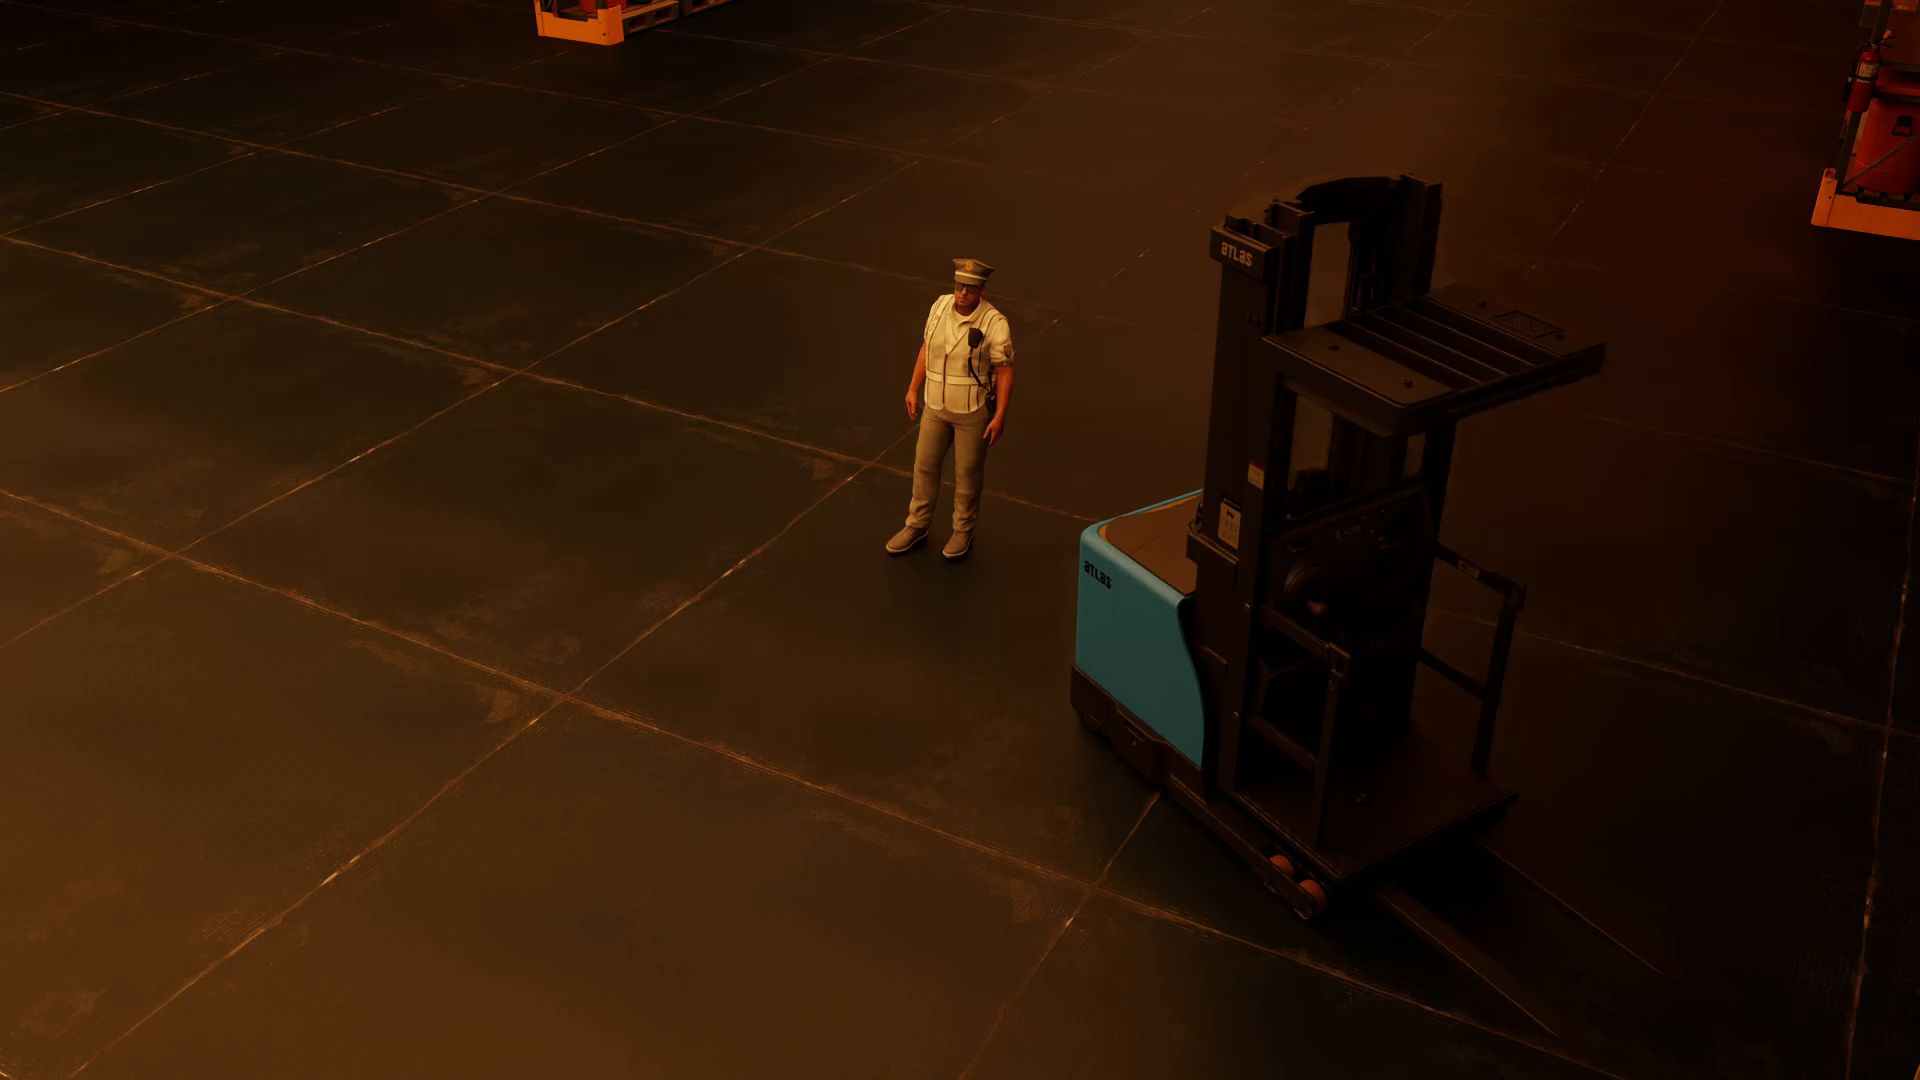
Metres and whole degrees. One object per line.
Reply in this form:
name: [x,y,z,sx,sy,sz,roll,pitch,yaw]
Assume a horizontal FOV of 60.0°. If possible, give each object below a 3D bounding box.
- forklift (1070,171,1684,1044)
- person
forklift: [1.773,0.095,6.906,1.130,2.935,3.031,-18,34,-28]
person: [-0.048,-0.747,9.500,0.640,1.780,0.575,15,33,25]
